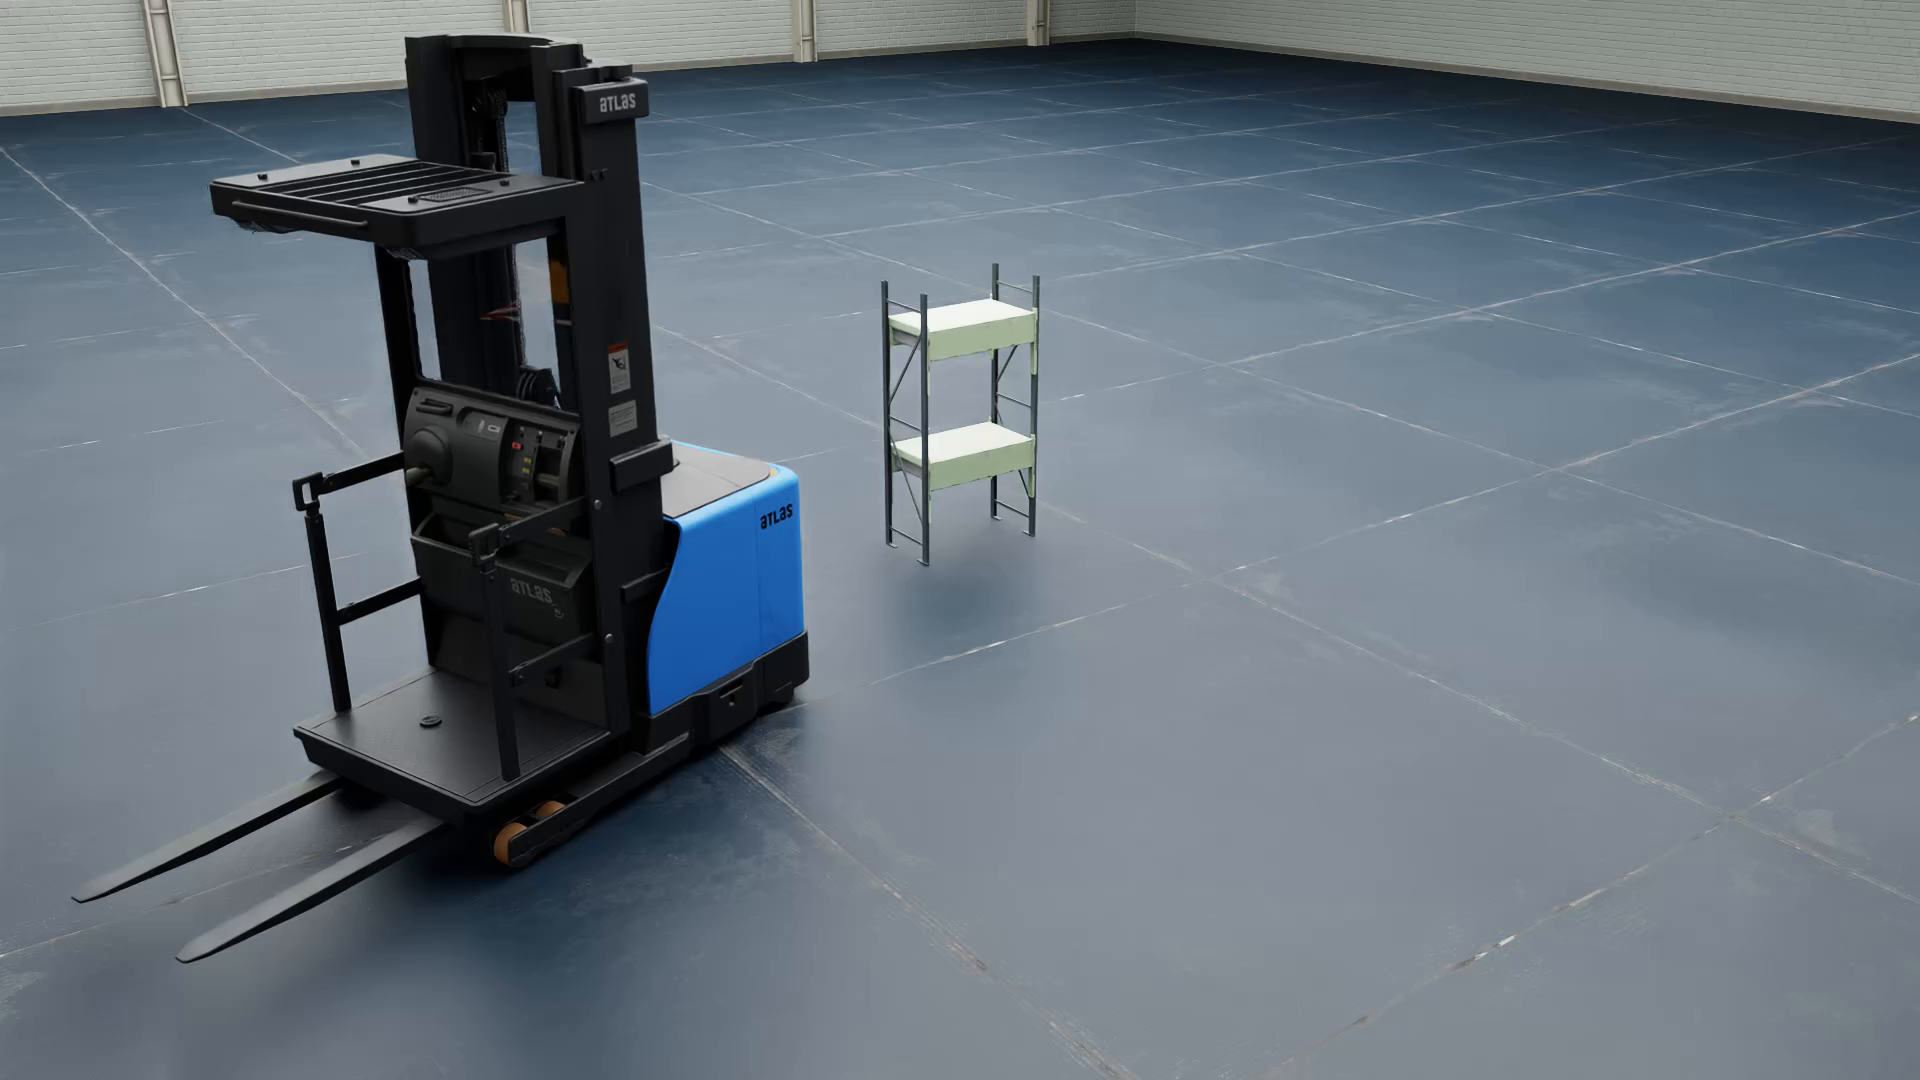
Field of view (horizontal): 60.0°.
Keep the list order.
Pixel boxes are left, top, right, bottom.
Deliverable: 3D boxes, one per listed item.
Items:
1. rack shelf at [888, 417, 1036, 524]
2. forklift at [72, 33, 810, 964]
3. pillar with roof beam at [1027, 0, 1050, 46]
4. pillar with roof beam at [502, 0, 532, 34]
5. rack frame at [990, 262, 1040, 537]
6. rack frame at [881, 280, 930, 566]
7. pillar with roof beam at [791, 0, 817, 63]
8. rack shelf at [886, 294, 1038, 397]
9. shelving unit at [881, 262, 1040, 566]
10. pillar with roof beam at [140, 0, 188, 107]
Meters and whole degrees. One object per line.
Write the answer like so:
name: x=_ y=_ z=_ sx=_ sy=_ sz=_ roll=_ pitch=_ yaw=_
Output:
rack shelf: x=0.005 y=-0.395 z=9.243 sx=0.720 sy=0.370 sz=0.431 roll=-15 pitch=26 yaw=-33
forklift: x=-1.933 y=-0.322 z=6.249 sx=1.130 sy=2.935 sz=3.031 roll=14 pitch=26 yaw=31
pillar with roof beam: x=4.248 y=-13.892 z=32.068 sx=0.400 sy=9.000 sz=9.100 roll=-15 pitch=26 yaw=-33
pillar with roof beam: x=-5.493 y=-11.294 z=25.559 sx=0.400 sy=9.000 sz=9.100 roll=-15 pitch=26 yaw=-33
rack frame: x=0.303 y=-0.777 z=9.321 sx=0.023 sy=1.500 sz=0.400 roll=-15 pitch=26 yaw=-33
rack frame: x=-0.292 y=-0.619 z=8.923 sx=0.023 sy=1.500 sz=0.400 roll=-15 pitch=26 yaw=-33
pillar with roof beam: x=-0.623 y=-12.593 z=28.813 sx=0.400 sy=9.000 sz=9.100 roll=-15 pitch=26 yaw=-33
rack shelf: x=0.005 y=-1.061 z=8.977 sx=0.720 sy=0.370 sz=0.431 roll=-15 pitch=26 yaw=-33
shelving unit: x=0.005 y=-0.698 z=9.122 sx=0.755 sy=1.500 sz=0.431 roll=-15 pitch=26 yaw=-33
pillar with roof beam: x=-10.364 y=-9.996 z=22.304 sx=0.400 sy=9.000 sz=9.100 roll=-15 pitch=26 yaw=-33
